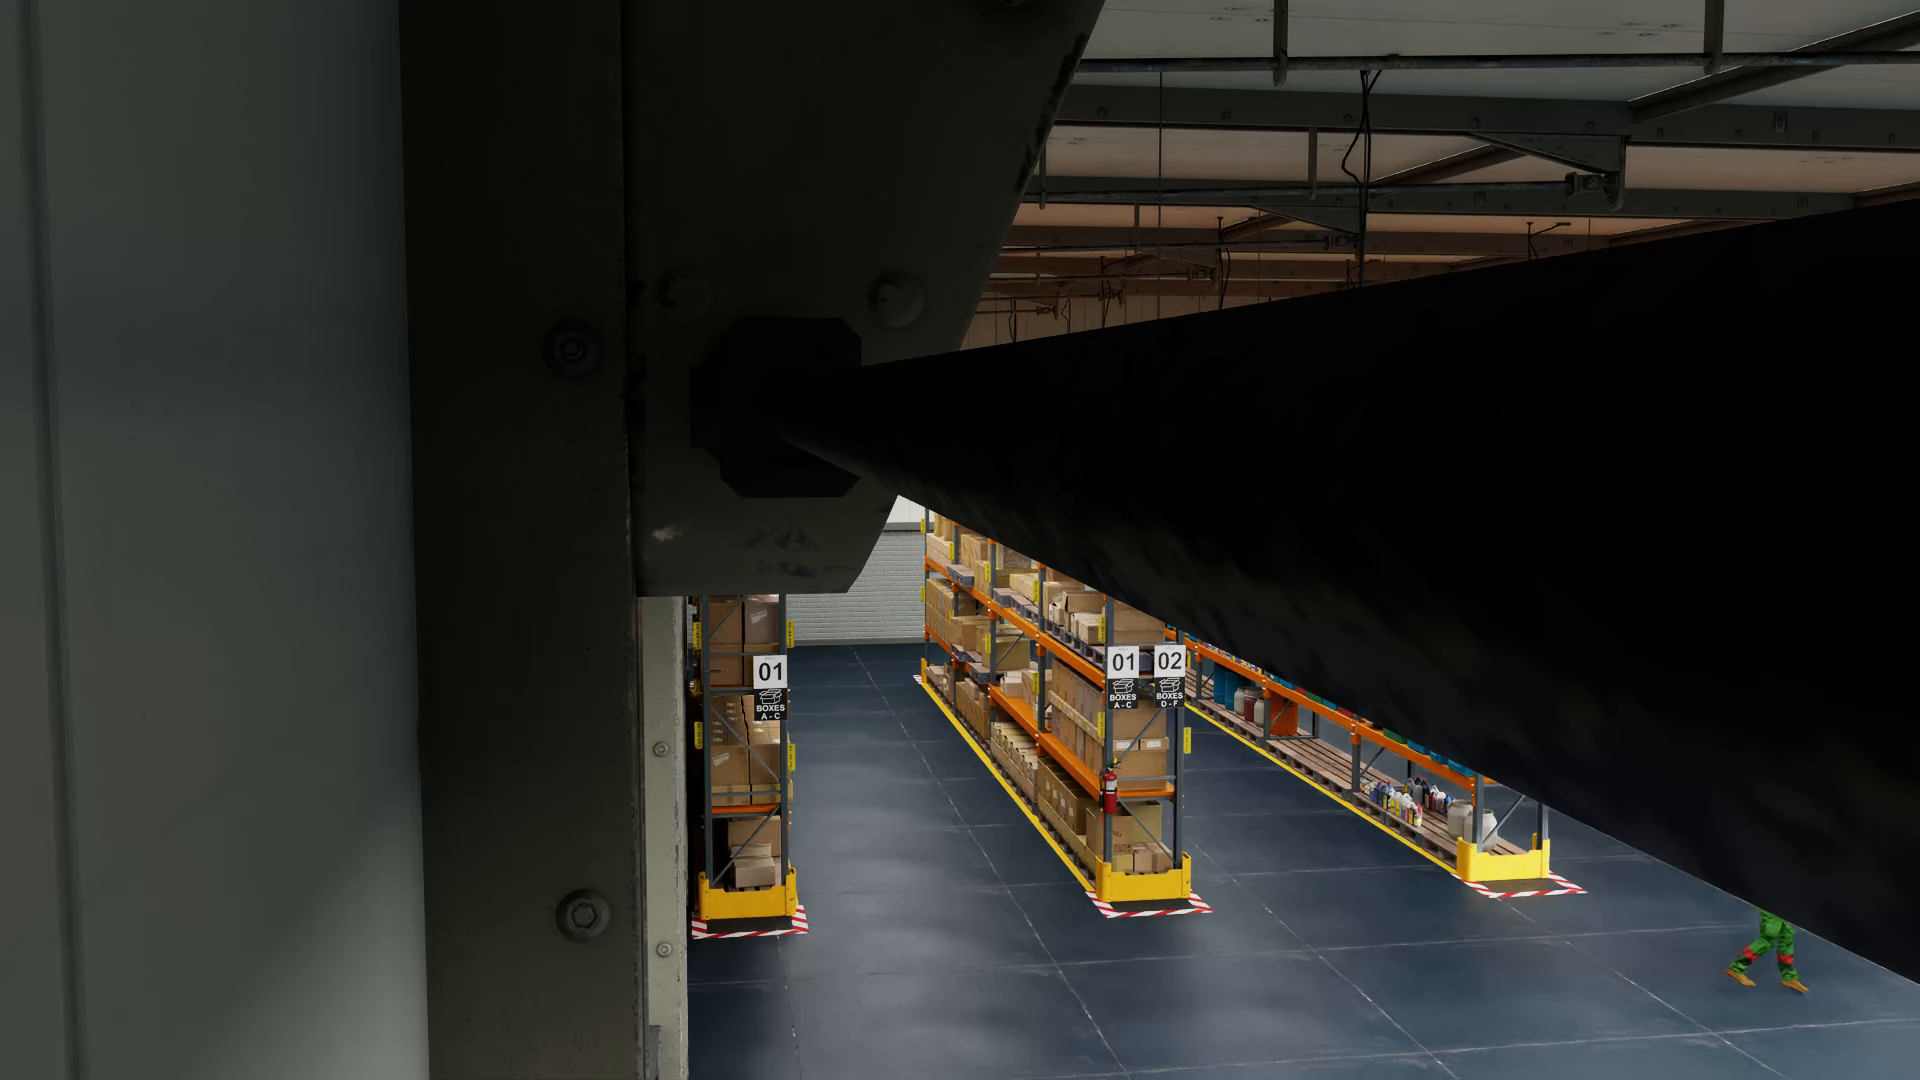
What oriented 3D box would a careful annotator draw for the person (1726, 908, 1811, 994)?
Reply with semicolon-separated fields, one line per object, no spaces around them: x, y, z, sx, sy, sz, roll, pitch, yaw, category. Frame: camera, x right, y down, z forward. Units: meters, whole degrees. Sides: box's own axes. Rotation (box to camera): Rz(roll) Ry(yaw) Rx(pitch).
8.583;3.885;17.589;0.854;1.829;0.684;1;5;17;person
